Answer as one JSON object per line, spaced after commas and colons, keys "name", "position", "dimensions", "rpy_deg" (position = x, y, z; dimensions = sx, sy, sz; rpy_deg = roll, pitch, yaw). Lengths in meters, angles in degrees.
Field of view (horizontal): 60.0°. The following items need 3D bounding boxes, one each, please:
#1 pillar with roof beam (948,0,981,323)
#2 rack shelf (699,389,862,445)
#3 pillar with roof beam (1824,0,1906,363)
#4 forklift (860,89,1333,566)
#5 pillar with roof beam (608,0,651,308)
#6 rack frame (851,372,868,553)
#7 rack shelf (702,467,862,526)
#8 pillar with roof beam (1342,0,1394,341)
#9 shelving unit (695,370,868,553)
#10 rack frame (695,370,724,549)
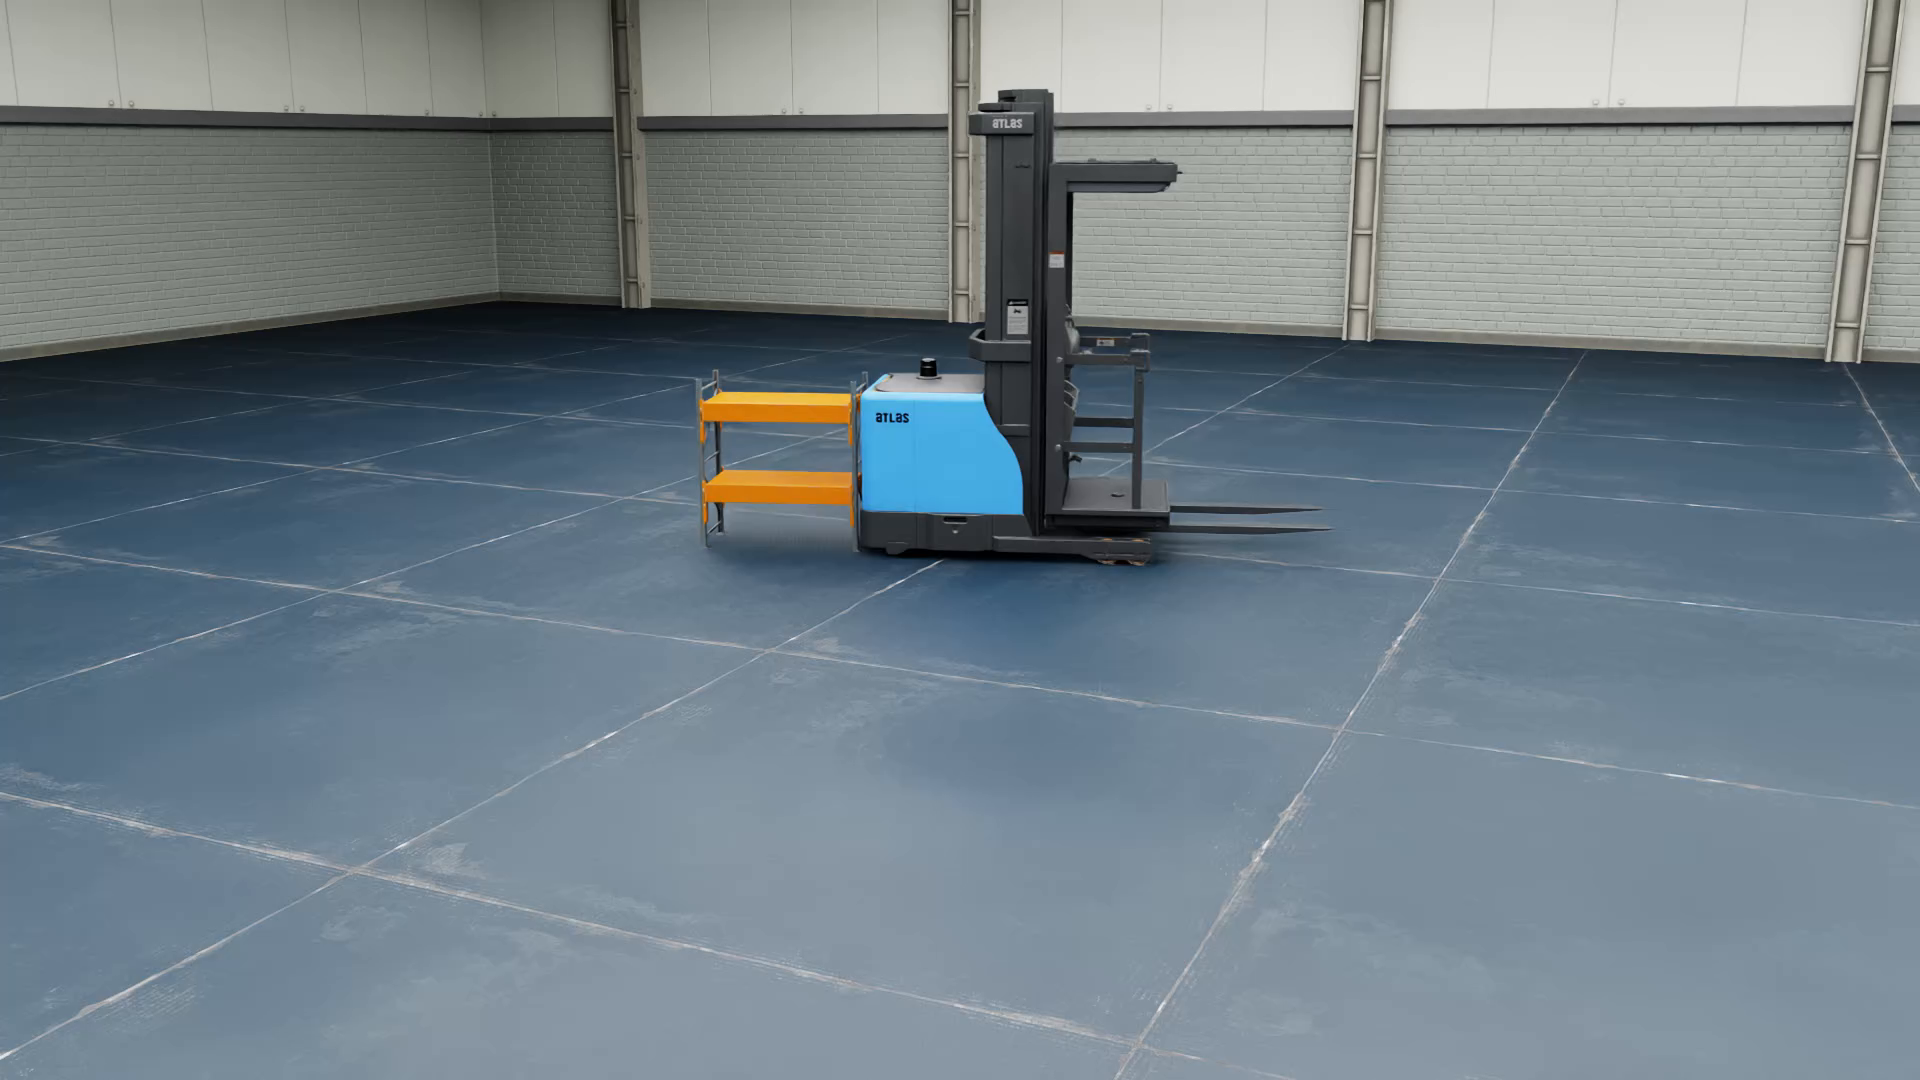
{"name": "pillar with roof beam", "position": [-1.680, -6.831, 20.669], "dimensions": [0.400, 9.000, 9.100], "rpy_deg": [6, 14, 23]}
{"name": "rack shelf", "position": [-1.166, -0.818, 10.998], "dimensions": [1.000, 0.278, 0.538], "rpy_deg": [1, 13, 6]}
{"name": "pillar with roof beam", "position": [9.292, -5.721, 15.937], "dimensions": [0.400, 9.000, 9.100], "rpy_deg": [6, 14, 23]}
{"name": "forklift", "position": [0.902, -1.392, 10.773], "dimensions": [3.031, 2.935, 1.130], "rpy_deg": [1, 13, 6]}
{"name": "pillar with roof beam", "position": [-7.165, -7.386, 23.035], "dimensions": [0.400, 9.000, 9.100], "rpy_deg": [6, 14, 23]}
{"name": "rack frame", "position": [-0.660, -0.521, 11.013], "dimensions": [0.032, 1.125, 0.500], "rpy_deg": [1, 13, 6]}
{"name": "rack shelf", "position": [-1.166, -0.295, 11.120], "dimensions": [1.000, 0.278, 0.538], "rpy_deg": [1, 13, 6]}
{"name": "pillar with roof beam", "position": [3.806, -6.276, 18.303], "dimensions": [0.400, 9.000, 9.100], "rpy_deg": [6, 14, 23]}
{"name": "shelving unit", "position": [-1.166, -0.533, 11.064], "dimensions": [1.048, 1.125, 0.538], "rpy_deg": [1, 13, 6]}
{"name": "rack frame", "position": [-1.671, -0.545, 11.116], "dimensions": [0.032, 1.125, 0.500], "rpy_deg": [1, 13, 6]}
